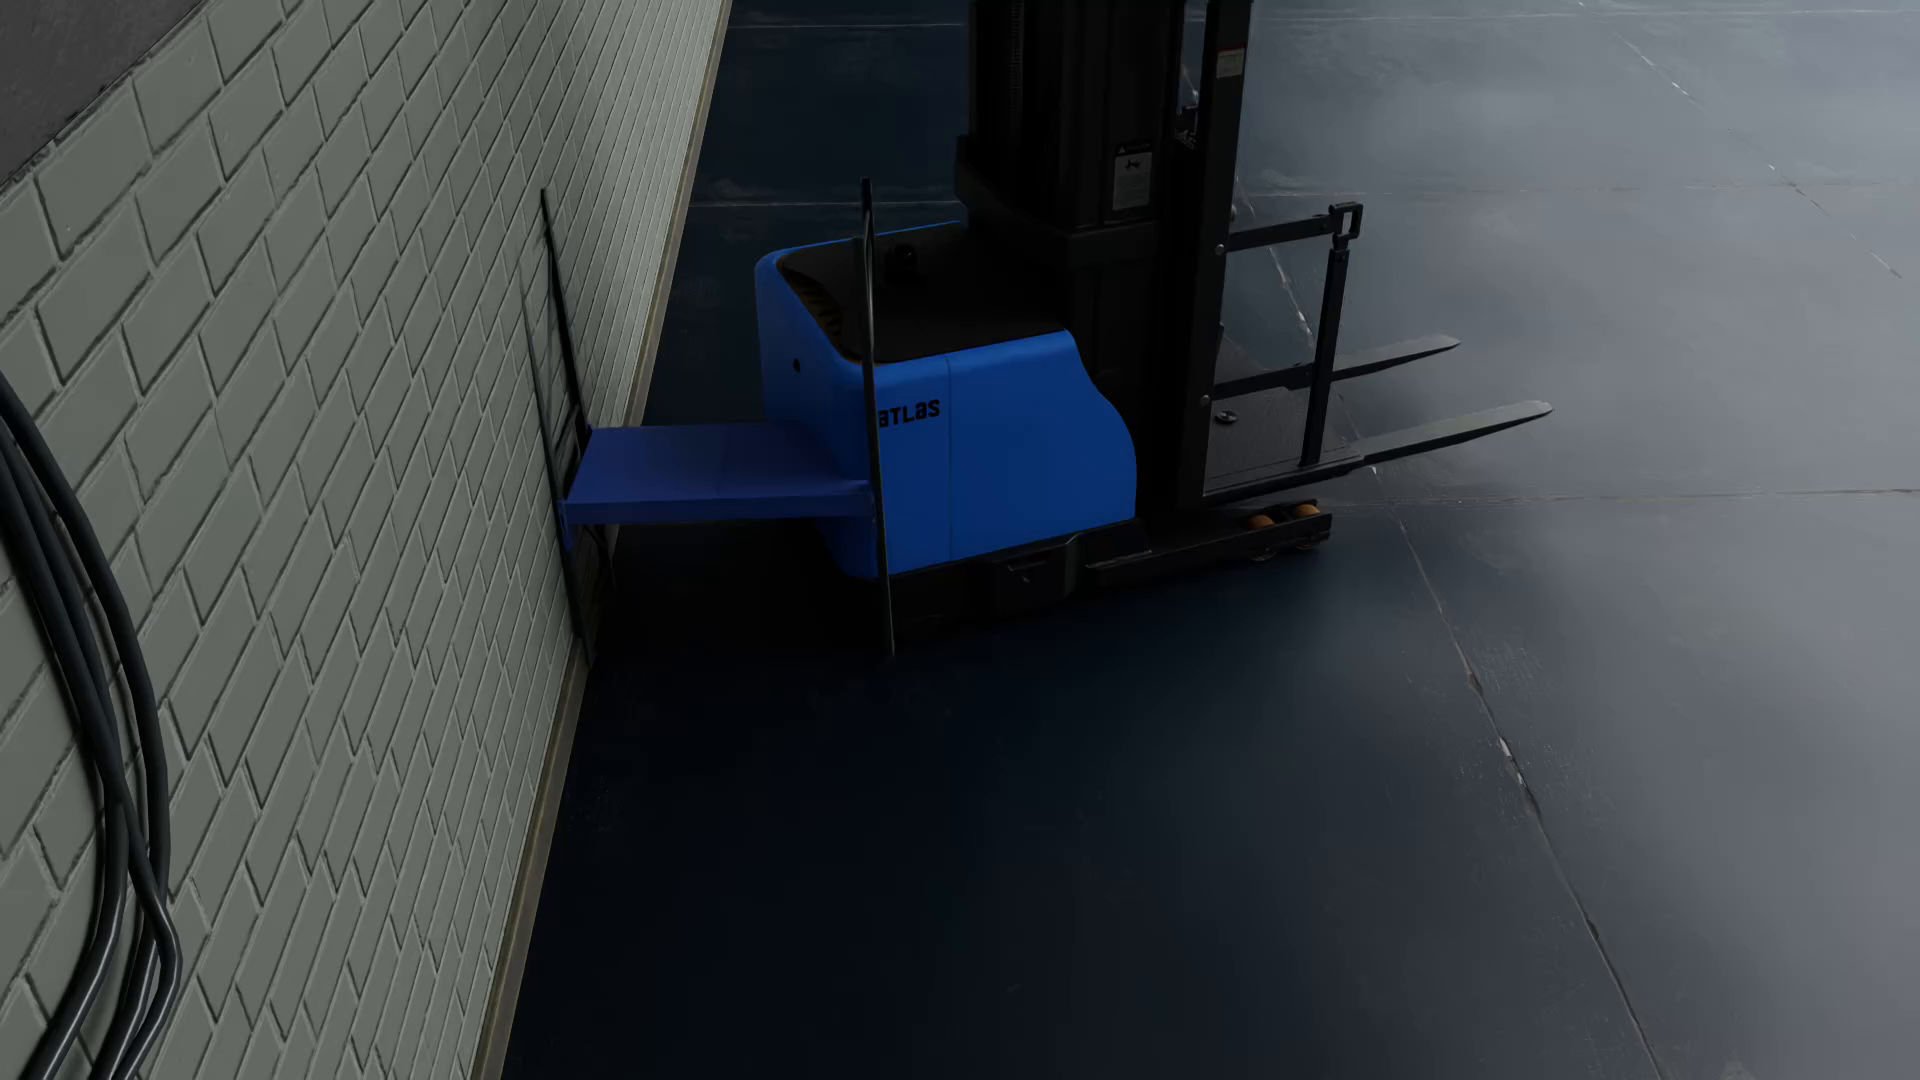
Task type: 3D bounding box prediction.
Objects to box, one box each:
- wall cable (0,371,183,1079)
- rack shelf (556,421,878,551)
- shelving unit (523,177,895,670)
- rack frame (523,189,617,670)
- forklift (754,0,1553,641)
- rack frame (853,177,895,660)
[{"bbox_3d":[-1.035,0.353,0.561,0.112,2.526,3.097,-2,35,-2],"label":"wall cable"},{"bbox_3d":[-0.767,-0.196,5.481,1.000,0.185,0.538,-2,32,1],"label":"rack shelf"},{"bbox_3d":[-0.773,-0.348,5.385,1.048,1.500,0.538,-2,32,1],"label":"shelving unit"},{"bbox_3d":[-1.281,-0.331,5.393,0.032,1.500,0.500,-2,32,1],"label":"rack frame"},{"bbox_3d":[0.835,-1.392,5.686,3.031,2.935,1.130,-13,37,-18],"label":"forklift"},{"bbox_3d":[-0.265,-0.365,5.377,0.032,1.500,0.500,-2,32,1],"label":"rack frame"}]
